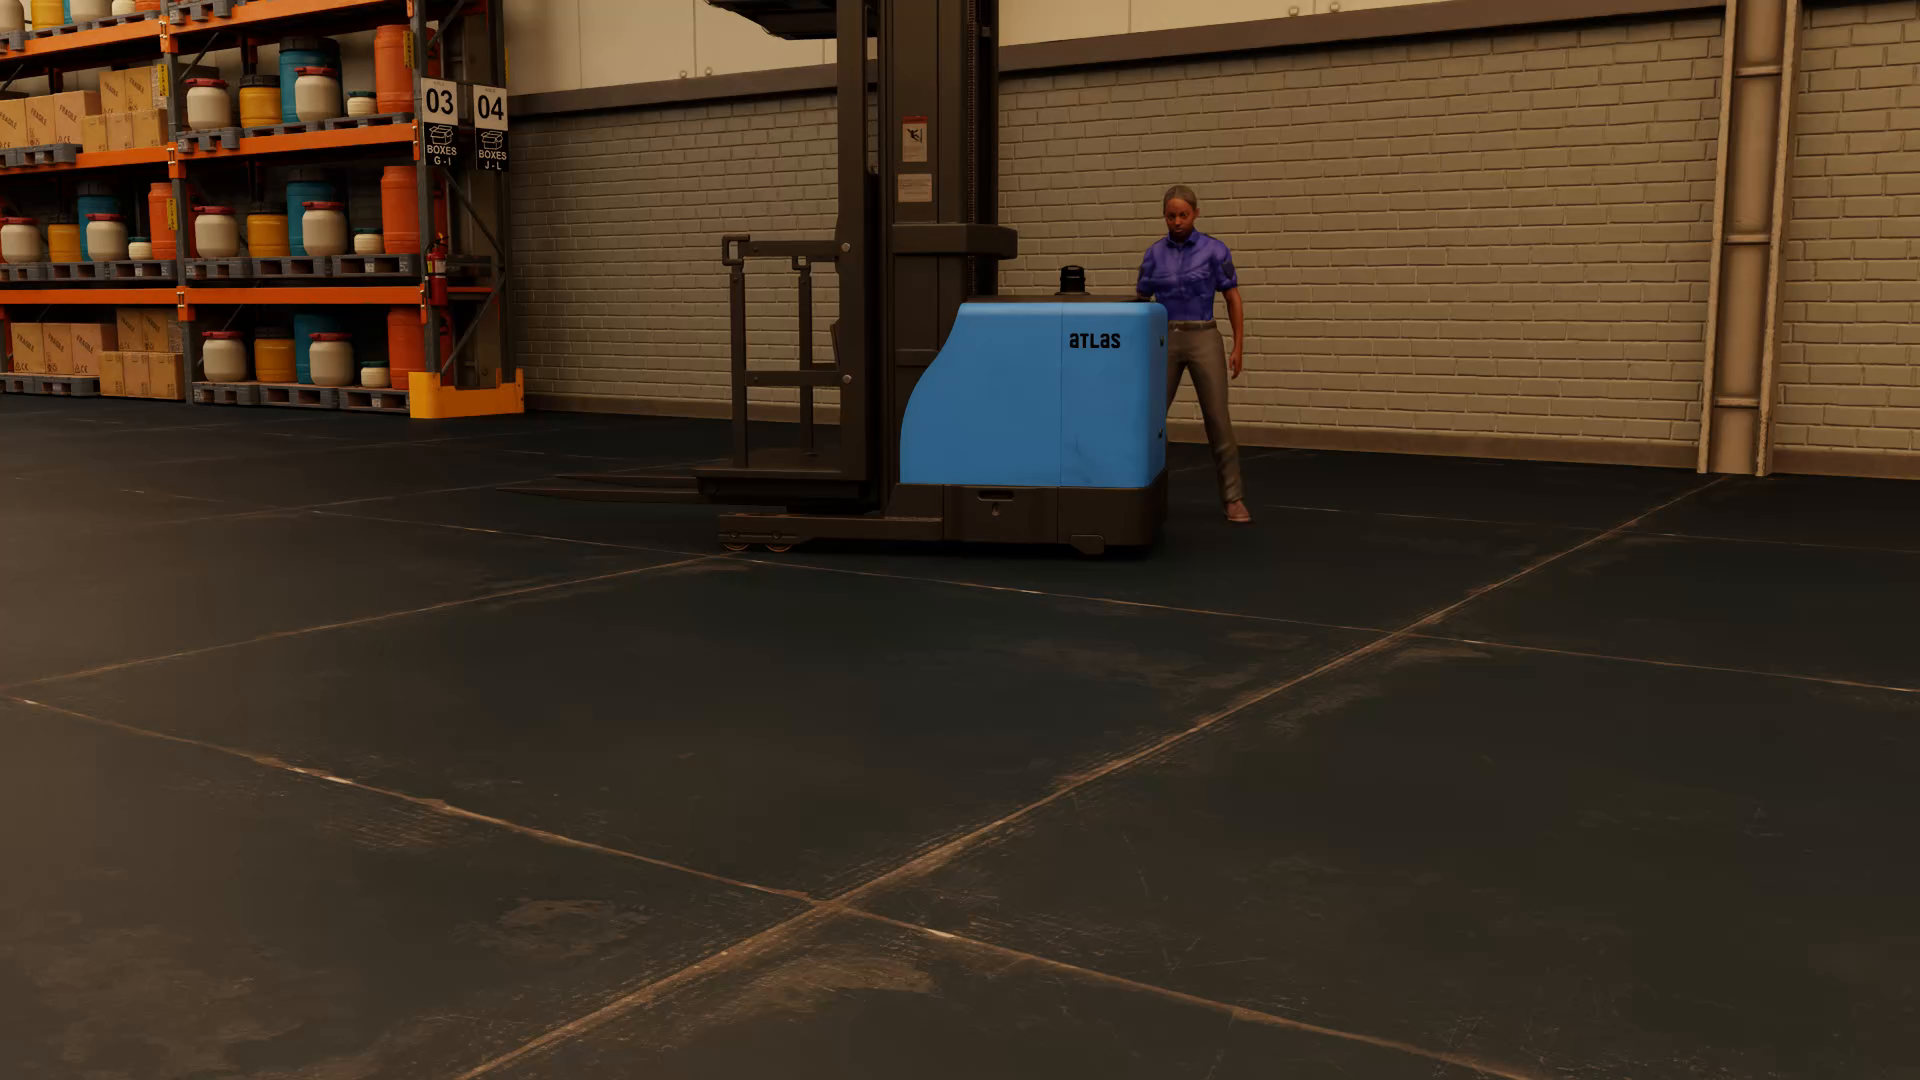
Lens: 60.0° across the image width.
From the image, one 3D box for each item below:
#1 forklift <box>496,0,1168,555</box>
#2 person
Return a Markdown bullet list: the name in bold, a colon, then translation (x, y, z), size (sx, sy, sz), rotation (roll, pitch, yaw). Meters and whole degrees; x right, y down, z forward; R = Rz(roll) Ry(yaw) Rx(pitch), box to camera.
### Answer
- **forklift**: translation (-0.596, -1.469, 7.520), size (3.031, 2.935, 1.130), rotation (2, 8, 12)
- **person**: translation (1.146, -0.928, 8.323), size (0.700, 1.655, 0.359), rotation (3, 9, 21)
